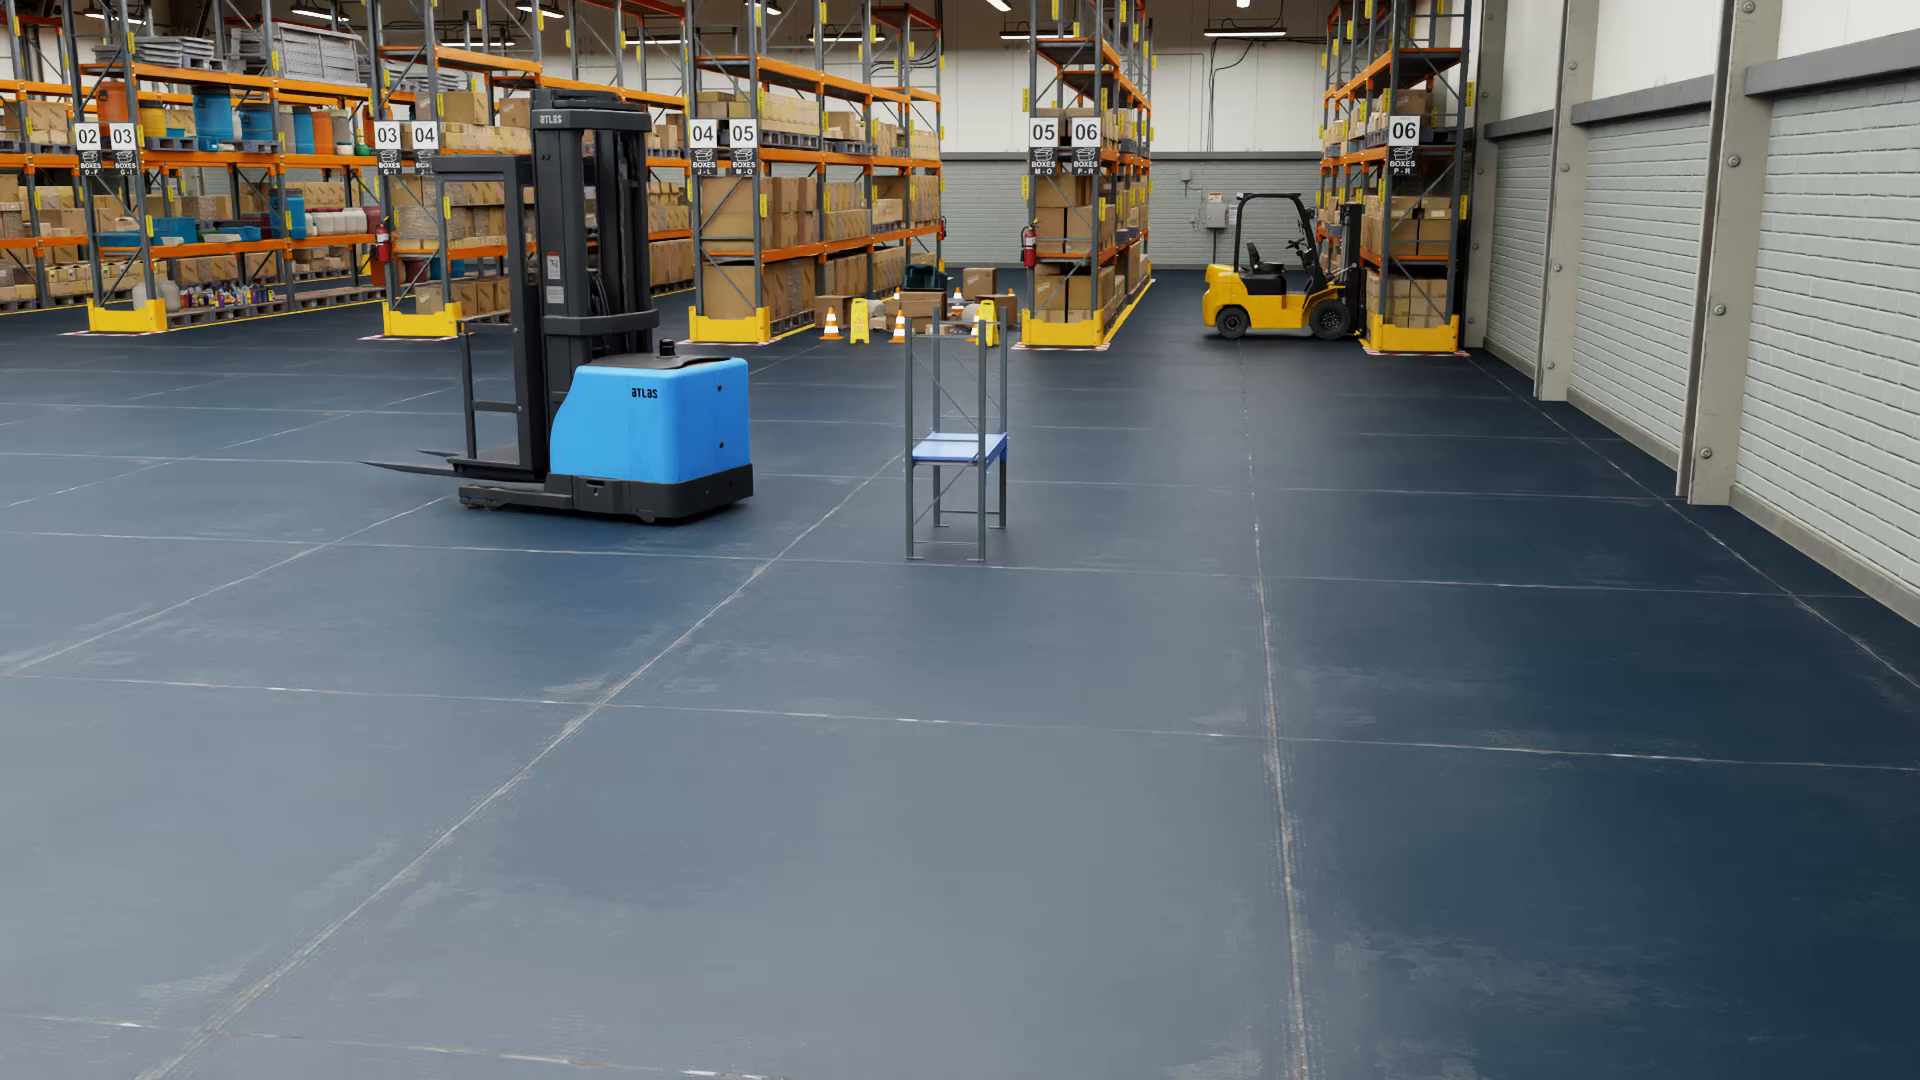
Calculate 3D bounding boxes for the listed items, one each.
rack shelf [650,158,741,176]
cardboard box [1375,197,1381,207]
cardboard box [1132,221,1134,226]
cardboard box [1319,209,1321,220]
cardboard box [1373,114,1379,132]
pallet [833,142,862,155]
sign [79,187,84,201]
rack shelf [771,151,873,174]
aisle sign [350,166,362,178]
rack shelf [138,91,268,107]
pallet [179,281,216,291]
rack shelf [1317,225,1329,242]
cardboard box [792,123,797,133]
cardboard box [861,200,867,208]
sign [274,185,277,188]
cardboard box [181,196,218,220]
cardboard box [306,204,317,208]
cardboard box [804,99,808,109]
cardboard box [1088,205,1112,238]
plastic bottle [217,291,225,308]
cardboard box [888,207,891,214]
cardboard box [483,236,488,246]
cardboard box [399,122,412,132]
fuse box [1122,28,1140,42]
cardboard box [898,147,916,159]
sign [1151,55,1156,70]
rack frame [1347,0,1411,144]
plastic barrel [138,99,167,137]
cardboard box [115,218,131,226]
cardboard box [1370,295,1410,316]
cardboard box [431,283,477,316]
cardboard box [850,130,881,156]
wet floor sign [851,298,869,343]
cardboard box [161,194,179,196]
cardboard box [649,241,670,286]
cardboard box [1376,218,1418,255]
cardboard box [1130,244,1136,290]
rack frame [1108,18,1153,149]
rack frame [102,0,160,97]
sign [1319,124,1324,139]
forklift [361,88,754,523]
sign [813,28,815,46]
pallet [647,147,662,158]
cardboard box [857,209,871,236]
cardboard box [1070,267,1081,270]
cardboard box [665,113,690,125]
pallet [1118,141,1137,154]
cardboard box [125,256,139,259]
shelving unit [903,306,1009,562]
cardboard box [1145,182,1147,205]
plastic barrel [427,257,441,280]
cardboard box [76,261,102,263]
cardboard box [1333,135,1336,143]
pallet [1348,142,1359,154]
[{"bbox_3d":[-6.157,-8.657,38.632,1.077,0.370,4.000,2,12,9],"label":"rack shelf"},{"bbox_3d":[6.297,-4.955,24.382,0.380,0.149,0.250,2,12,10],"label":"cardboard box"},{"bbox_3d":[3.184,-6.209,33.042,0.500,0.250,0.500,2,12,11],"label":"cardboard box"},{"bbox_3d":[8.512,-7.464,38.158,0.500,0.250,0.500,2,12,9],"label":"cardboard box"},{"bbox_3d":[6.474,-6.335,25.236,0.396,0.266,0.258,2,12,7],"label":"cardboard box"},{"bbox_3d":[-2.410,-7.117,30.227,1.003,0.211,1.213,2,12,11],"label":"pallet"},{"bbox_3d":[-20.610,-8.120,38.989,0.100,0.325,0.005,2,12,9],"label":"sign"},{"bbox_3d":[-2.502,-6.810,30.061,1.077,0.370,4.000,2,12,9],"label":"rack shelf"},{"bbox_3d":[-15.324,-9.556,42.043,0.394,0.787,0.004,2,12,9],"label":"aisle sign"},{"bbox_3d":[-16.560,-9.417,35.988,1.077,0.370,4.000,2,12,9],"label":"rack shelf"},{"bbox_3d":[-16.715,-5.406,35.579,1.003,0.211,1.213,2,12,9],"label":"pallet"},{"bbox_3d":[8.541,-6.710,36.716,1.077,0.370,4.000,2,12,9],"label":"rack shelf"},{"bbox_3d":[-2.783,-6.473,26.151,0.380,0.149,0.250,2,12,8],"label":"cardboard box"},{"bbox_3d":[-1.931,-6.576,32.575,0.380,0.149,0.250,2,12,9],"label":"cardboard box"},{"bbox_3d":[-15.703,-7.997,38.232,0.100,0.325,0.005,2,12,9],"label":"sign"},{"bbox_3d":[-16.553,-7.188,35.995,0.700,0.500,0.500,4,13,19],"label":"cardboard box"},{"bbox_3d":[-15.750,-7.805,39.852,0.500,0.500,0.500,2,12,8],"label":"cardboard box"},{"bbox_3d":[-2.668,-7.023,26.812,0.380,0.149,0.250,2,12,10],"label":"cardboard box"},{"bbox_3d":[2.127,-5.018,26.215,0.500,0.500,0.500,2,12,10],"label":"cardboard box"},{"bbox_3d":[-12.564,-4.090,28.254,0.061,0.283,0.133,2,12,10],"label":"plastic bottle"},{"bbox_3d":[-1.644,-6.809,34.360,0.380,0.149,0.250,2,12,9],"label":"cardboard box"},{"bbox_3d":[-7.845,-4.818,26.824,0.380,0.149,0.250,2,12,9],"label":"cardboard box"},{"bbox_3d":[-8.576,-6.284,25.322,0.380,0.149,0.250,2,12,9],"label":"cardboard box"},{"bbox_3d":[4.533,-13.312,43.807,0.513,0.334,0.176,2,12,9],"label":"fuse box"},{"bbox_3d":[-1.247,-8.425,36.204,0.500,0.250,0.500,3,12,12],"label":"cardboard box"},{"bbox_3d":[4.477,-11.045,38.480,0.100,0.325,0.005,2,12,9],"label":"sign"},{"bbox_3d":[7.618,-8.745,30.212,1.000,3.000,0.127,2,12,9],"label":"rack frame"},{"bbox_3d":[-13.154,-6.794,26.834,0.600,0.588,0.600,0,12,0],"label":"plastic barrel"},{"bbox_3d":[-17.196,-6.392,33.744,0.500,0.311,0.500,2,12,8],"label":"cardboard box"},{"bbox_3d":[6.153,-3.364,23.827,0.500,0.250,0.500,2,12,8],"label":"cardboard box"},{"bbox_3d":[-8.139,-3.867,26.752,0.500,0.500,0.500,5,13,23],"label":"cardboard box"},{"bbox_3d":[-1.843,-7.737,32.419,0.500,0.500,0.500,2,12,9],"label":"cardboard box"},{"bbox_3d":[-1.472,-3.225,24.428,0.267,0.644,0.232,0,12,-1],"label":"wet floor sign"},{"bbox_3d":[-20.601,-8.481,42.513,0.980,0.700,0.700,2,12,11],"label":"cardboard box"},{"bbox_3d":[-6.808,-5.789,34.780,1.225,0.875,0.875,2,12,9],"label":"cardboard box"},{"bbox_3d":[6.204,-4.307,23.621,0.500,0.500,0.500,2,12,7],"label":"cardboard box"},{"bbox_3d":[3.042,-5.466,33.282,0.875,0.875,0.875,2,12,9],"label":"cardboard box"},{"bbox_3d":[3.943,-10.571,38.682,1.000,3.000,0.127,2,12,9],"label":"rack frame"},{"bbox_3d":[-16.867,-9.548,33.938,1.000,3.000,0.127,2,12,9],"label":"rack frame"},{"bbox_3d":[8.312,-9.389,38.245,0.100,0.325,0.005,2,12,9],"label":"sign"},{"bbox_3d":[-3.071,-1.739,12.105,3.031,2.935,1.130,6,13,25],"label":"forklift"},{"bbox_3d":[-2.732,-9.555,31.567,0.100,0.325,0.005,2,12,9],"label":"sign"},{"bbox_3d":[-6.864,-8.036,34.491,1.003,0.211,1.213,2,12,11],"label":"pallet"},{"bbox_3d":[-1.998,-6.058,31.748,0.500,0.500,0.500,2,12,9],"label":"cardboard box"},{"bbox_3d":[1.669,-4.142,26.841,0.500,0.500,0.500,2,12,11],"label":"cardboard box"},{"bbox_3d":[-6.313,-9.458,37.388,0.500,0.250,0.500,1,12,5],"label":"cardboard box"},{"bbox_3d":[2.454,-6.855,29.010,1.213,0.211,1.003,2,12,9],"label":"pallet"},{"bbox_3d":[-20.770,-6.955,41.081,0.700,0.500,0.500,2,12,10],"label":"cardboard box"},{"bbox_3d":[-0.013,-0.715,10.753,0.538,1.500,1.048,2,12,9],"label":"shelving unit"},{"bbox_3d":[3.973,-7.855,37.711,0.500,0.500,0.500,2,12,8],"label":"cardboard box"},{"bbox_3d":[-11.568,-6.206,36.655,0.600,0.901,0.708,2,12,9],"label":"plastic barrel"},{"bbox_3d":[-17.391,-5.435,33.293,0.500,0.311,0.500,2,12,7],"label":"cardboard box"},{"bbox_3d":[7.591,-7.928,32.904,0.380,0.149,0.250,2,12,10],"label":"cardboard box"},{"bbox_3d":[7.602,-7.042,29.879,1.213,0.211,1.003,2,12,11],"label":"pallet"}]
